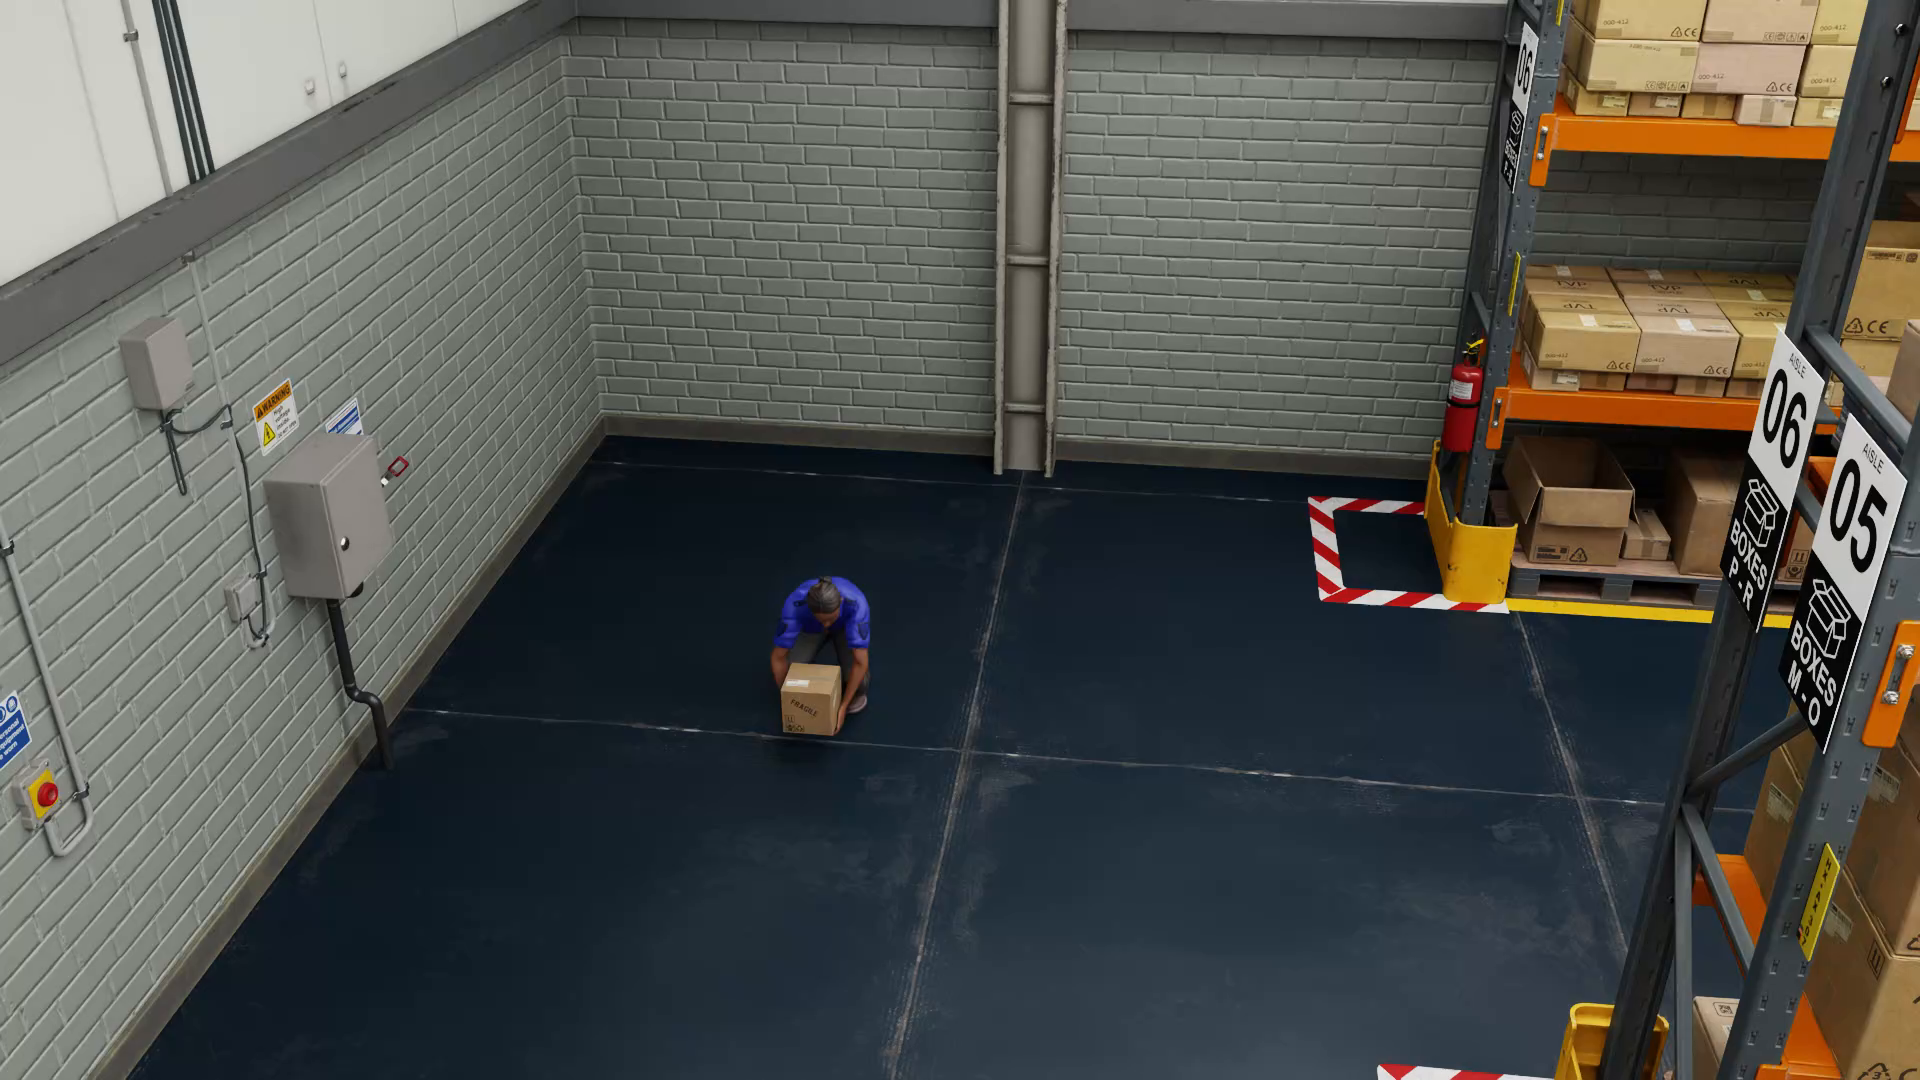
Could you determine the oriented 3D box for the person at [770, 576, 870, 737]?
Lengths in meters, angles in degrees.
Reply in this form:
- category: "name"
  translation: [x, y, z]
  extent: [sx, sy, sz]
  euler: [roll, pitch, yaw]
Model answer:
- category: "person"
  translation: [-0.685, 0.517, 8.467]
  extent: [0.503, 0.919, 0.827]
  euler: [3, 29, 6]
